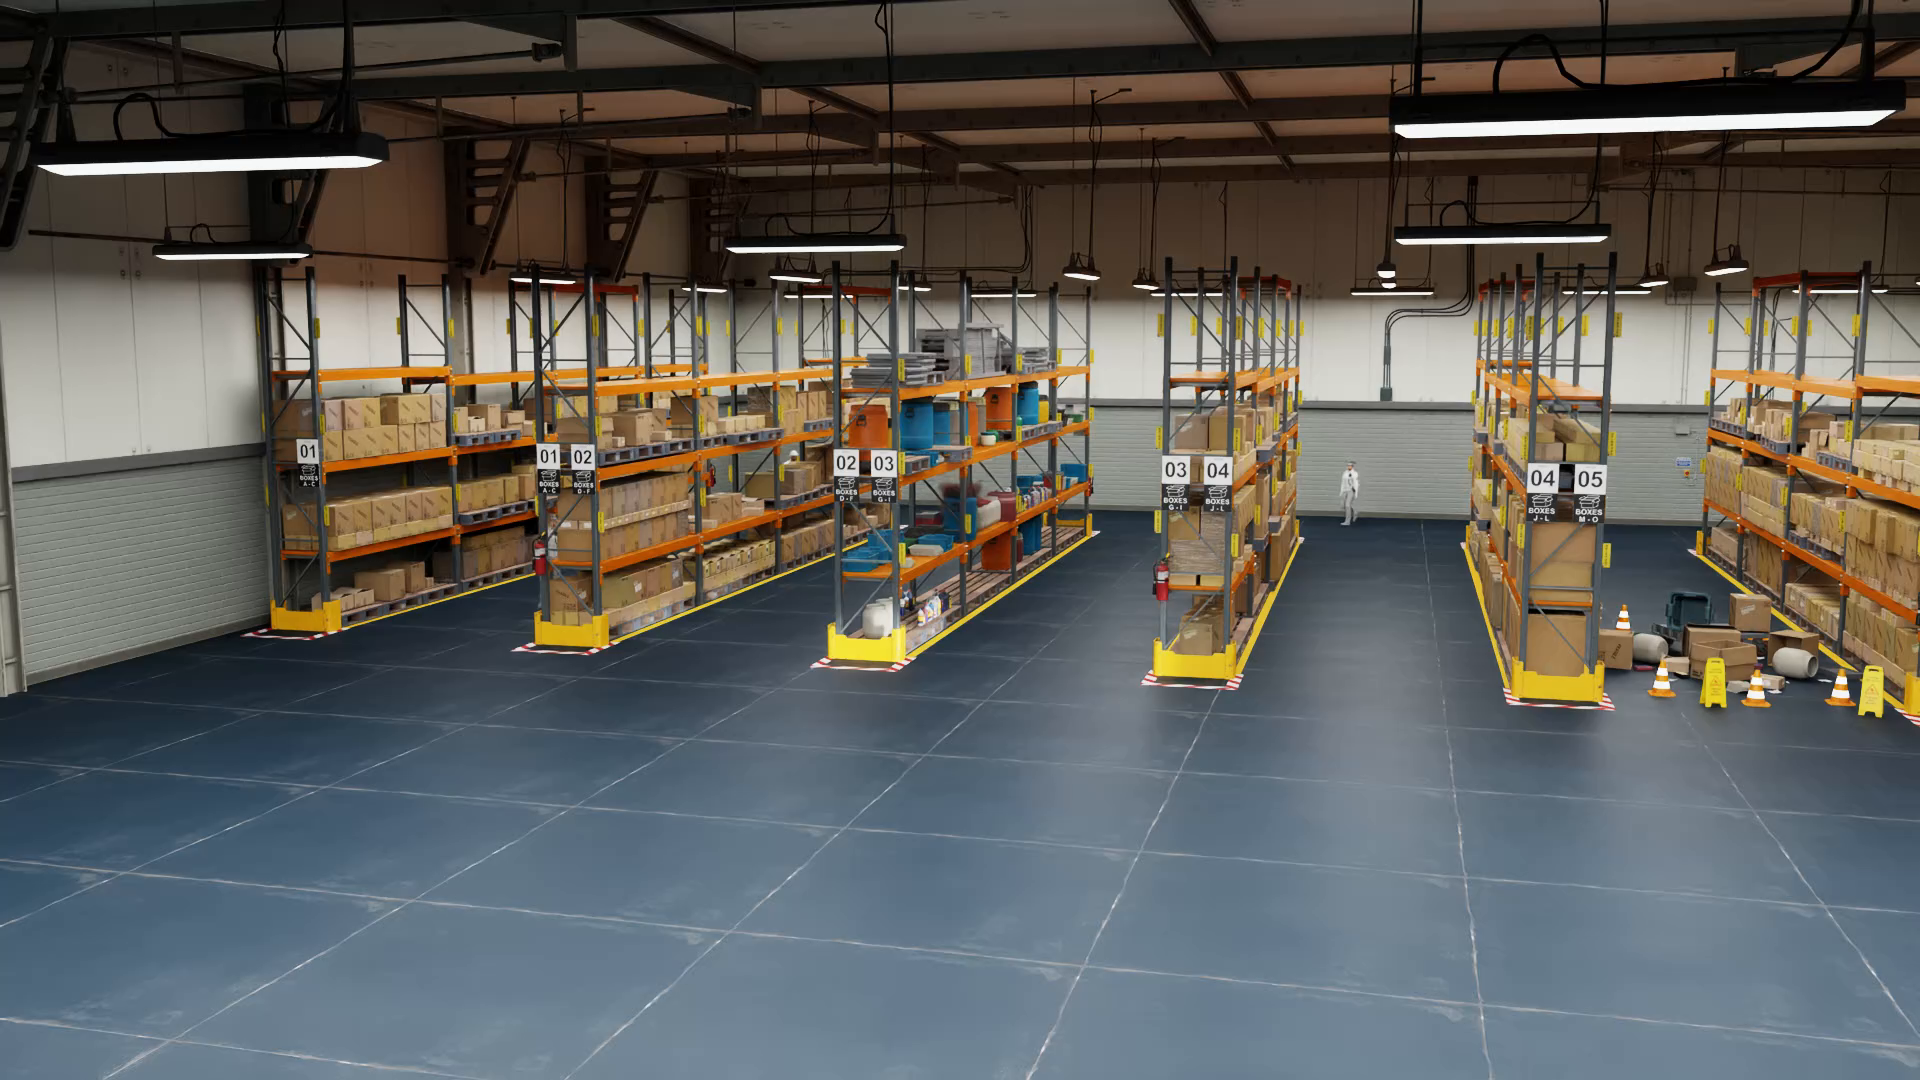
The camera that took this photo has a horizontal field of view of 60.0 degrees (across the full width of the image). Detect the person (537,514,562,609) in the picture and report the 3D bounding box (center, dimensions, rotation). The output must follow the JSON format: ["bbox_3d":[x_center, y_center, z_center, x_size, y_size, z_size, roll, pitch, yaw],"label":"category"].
[{"bbox_3d":[-7.401,0.380,30.088,0.510,1.706,0.644,1,7,10],"label":"person"}]

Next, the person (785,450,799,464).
[{"bbox_3d":[-4.461,-1.504,44.257,0.477,1.763,0.602,2,7,15],"label":"person"}]

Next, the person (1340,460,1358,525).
[{"bbox_3d":[9.970,-1.218,42.416,0.669,1.655,0.488,-4,8,-29],"label":"person"}]
